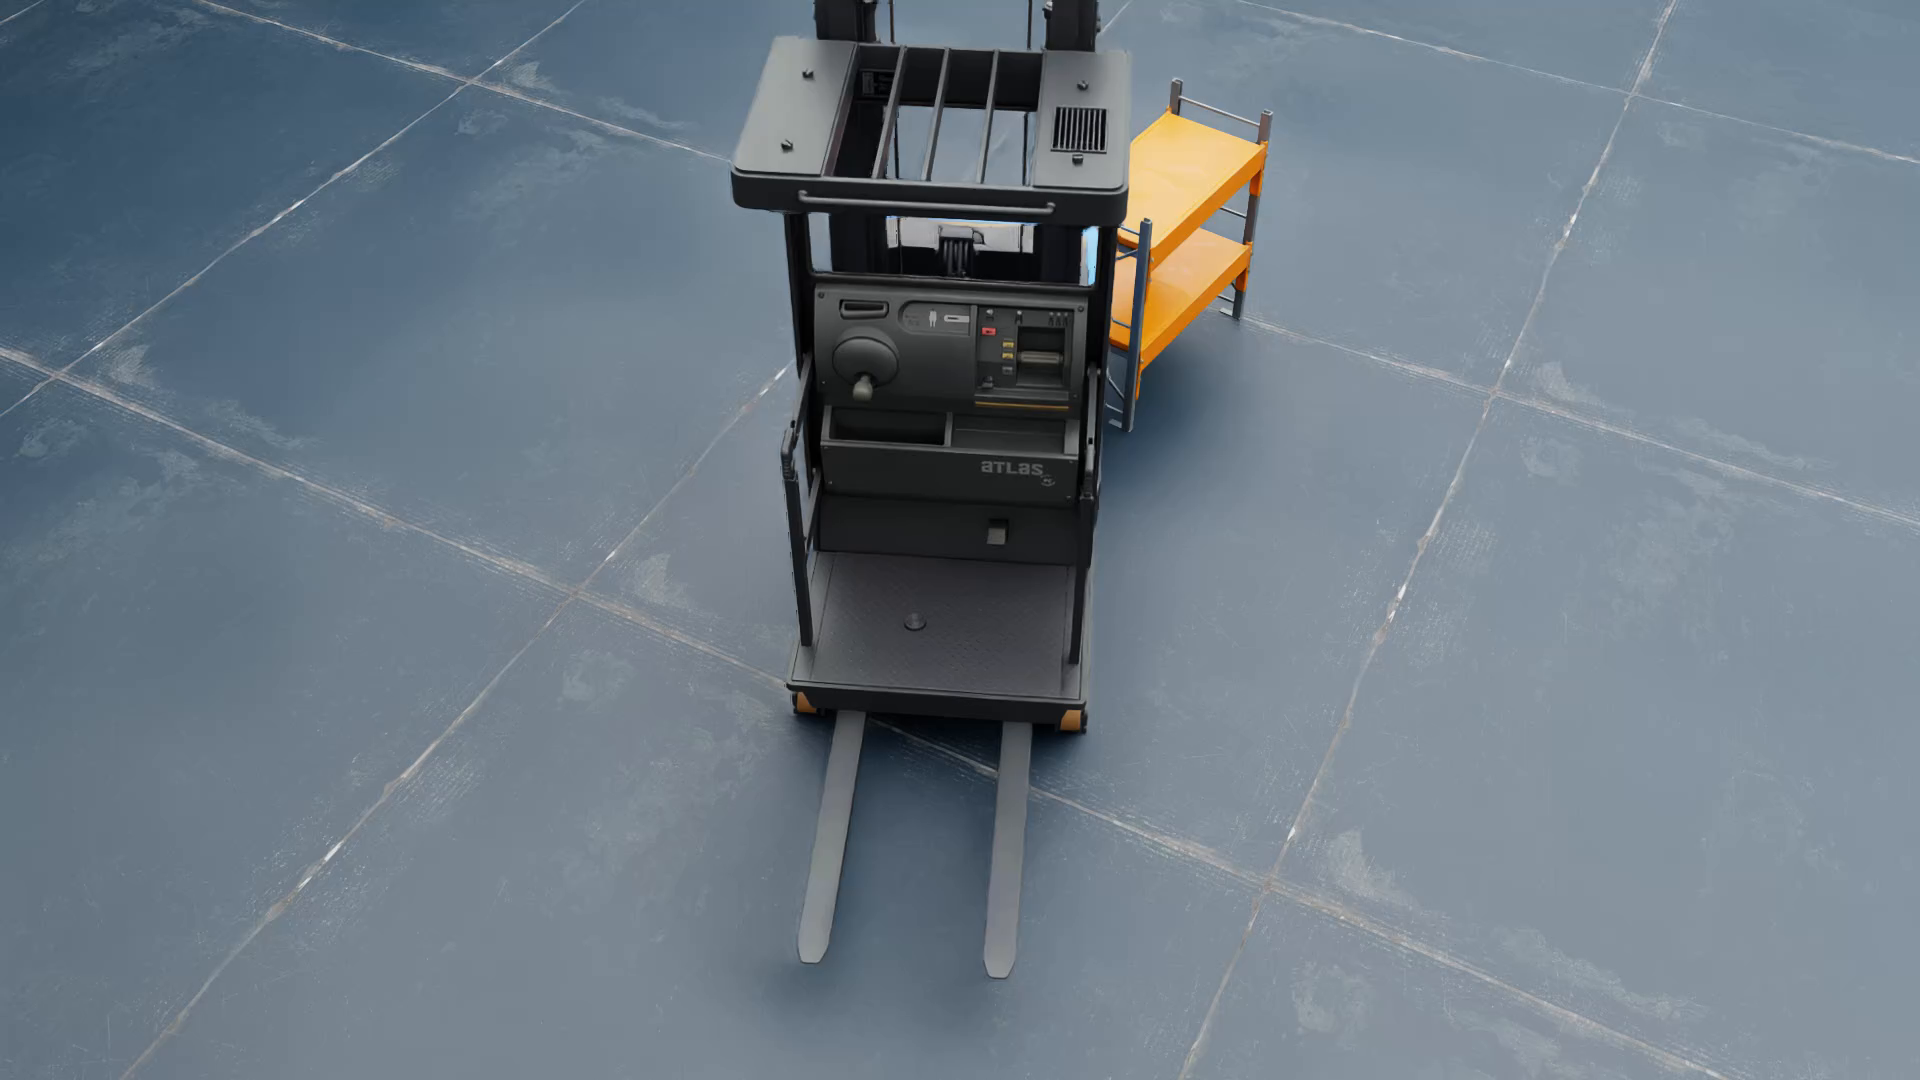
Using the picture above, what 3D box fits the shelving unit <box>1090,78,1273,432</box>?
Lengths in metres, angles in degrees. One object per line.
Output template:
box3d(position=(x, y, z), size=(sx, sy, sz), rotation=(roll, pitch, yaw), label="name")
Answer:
box3d(position=(0.868, -1.286, 7.510), size=(0.538, 1.125, 1.048), rotation=(27, 51, 24), label="shelving unit")

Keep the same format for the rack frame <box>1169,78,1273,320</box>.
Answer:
box3d(position=(1.165, -1.579, 7.800), size=(0.500, 1.125, 0.032), rotation=(27, 51, 24), label="rack frame")

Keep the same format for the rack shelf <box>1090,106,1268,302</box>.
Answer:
box3d(position=(0.868, -1.492, 7.302), size=(0.538, 0.278, 1.000), rotation=(27, 51, 24), label="rack shelf")

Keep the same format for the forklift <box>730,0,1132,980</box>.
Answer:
box3d(position=(-0.051, -0.561, 5.524), size=(1.130, 2.935, 3.031), rotation=(4, 45, 3), label="forklift")

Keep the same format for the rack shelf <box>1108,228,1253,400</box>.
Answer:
box3d(position=(0.868, -1.114, 7.684), size=(0.538, 0.278, 1.000), rotation=(27, 51, 24), label="rack shelf")

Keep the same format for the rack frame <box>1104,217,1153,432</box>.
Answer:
box3d(position=(0.570, -0.993, 7.220), size=(0.500, 1.125, 0.032), rotation=(27, 51, 24), label="rack frame")
